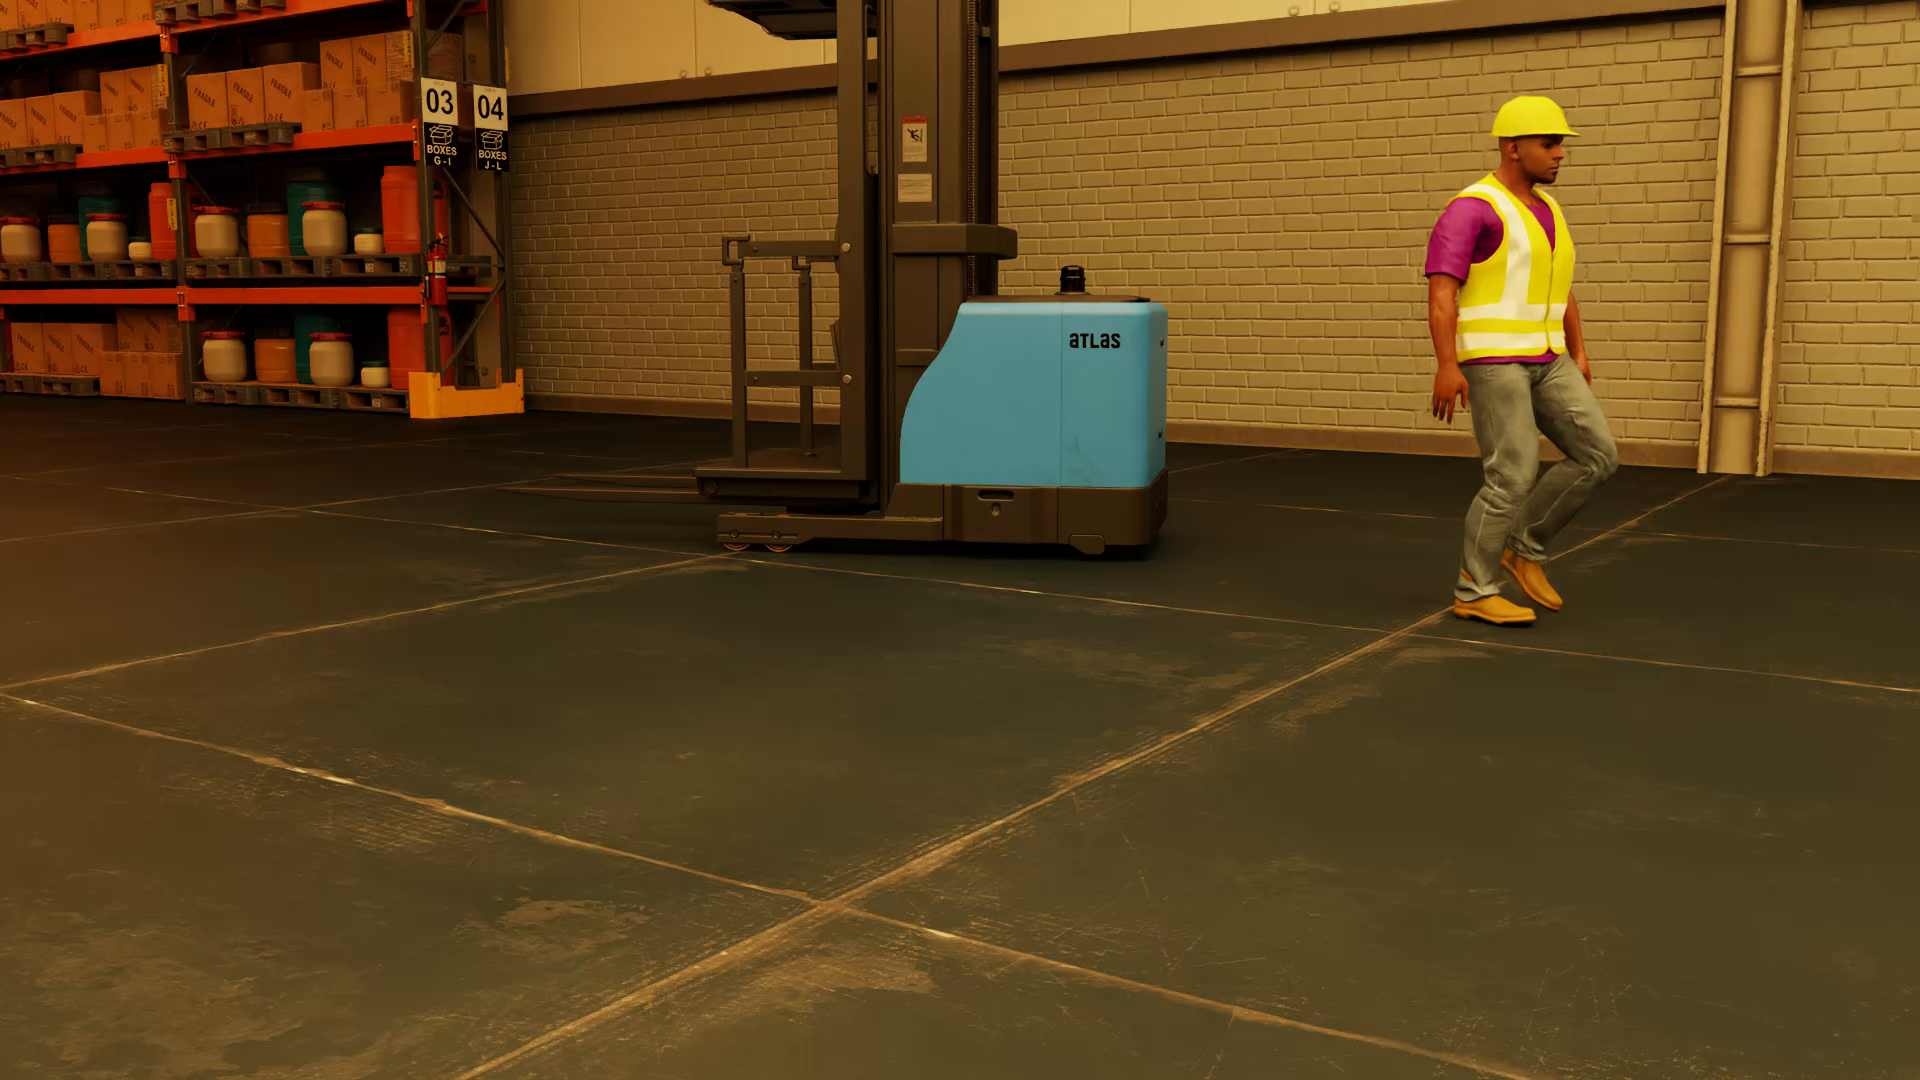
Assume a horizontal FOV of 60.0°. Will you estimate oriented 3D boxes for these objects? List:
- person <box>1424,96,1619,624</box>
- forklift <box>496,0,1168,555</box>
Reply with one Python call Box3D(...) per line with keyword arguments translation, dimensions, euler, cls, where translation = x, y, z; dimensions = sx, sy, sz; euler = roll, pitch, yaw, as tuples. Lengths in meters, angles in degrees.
Box3D(translation=(1.904, -0.591, 5.564), dimensions=(0.714, 1.747, 0.469), euler=(-7, 10, -39), cls="person")
Box3D(translation=(-0.596, -1.469, 7.520), dimensions=(3.031, 2.935, 1.130), euler=(2, 8, 12), cls="forklift")
